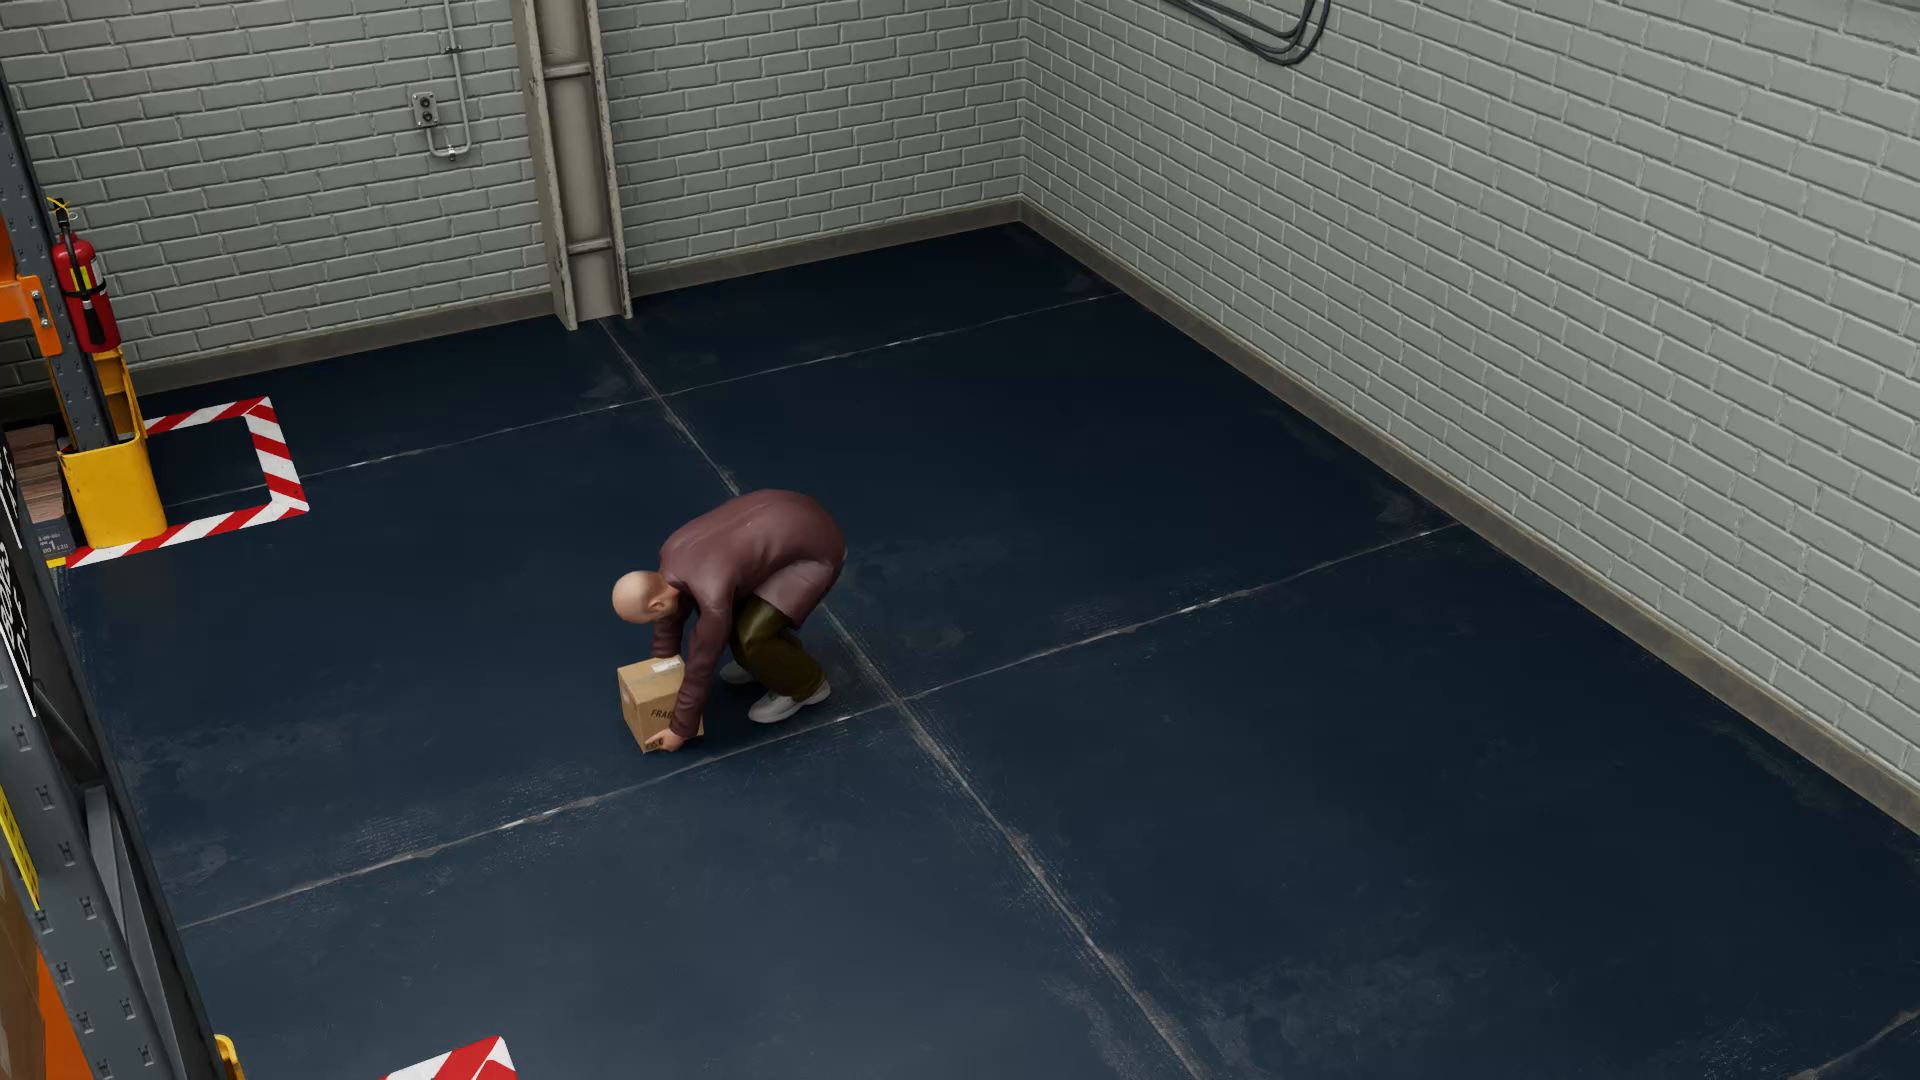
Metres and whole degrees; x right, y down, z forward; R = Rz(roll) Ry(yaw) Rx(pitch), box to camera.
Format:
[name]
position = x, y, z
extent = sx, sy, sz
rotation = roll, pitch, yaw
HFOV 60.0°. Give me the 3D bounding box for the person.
[person]
position = -0.889, 0.287, 6.537
extent = 0.952, 0.911, 0.594
rotation = -17, 36, -25
